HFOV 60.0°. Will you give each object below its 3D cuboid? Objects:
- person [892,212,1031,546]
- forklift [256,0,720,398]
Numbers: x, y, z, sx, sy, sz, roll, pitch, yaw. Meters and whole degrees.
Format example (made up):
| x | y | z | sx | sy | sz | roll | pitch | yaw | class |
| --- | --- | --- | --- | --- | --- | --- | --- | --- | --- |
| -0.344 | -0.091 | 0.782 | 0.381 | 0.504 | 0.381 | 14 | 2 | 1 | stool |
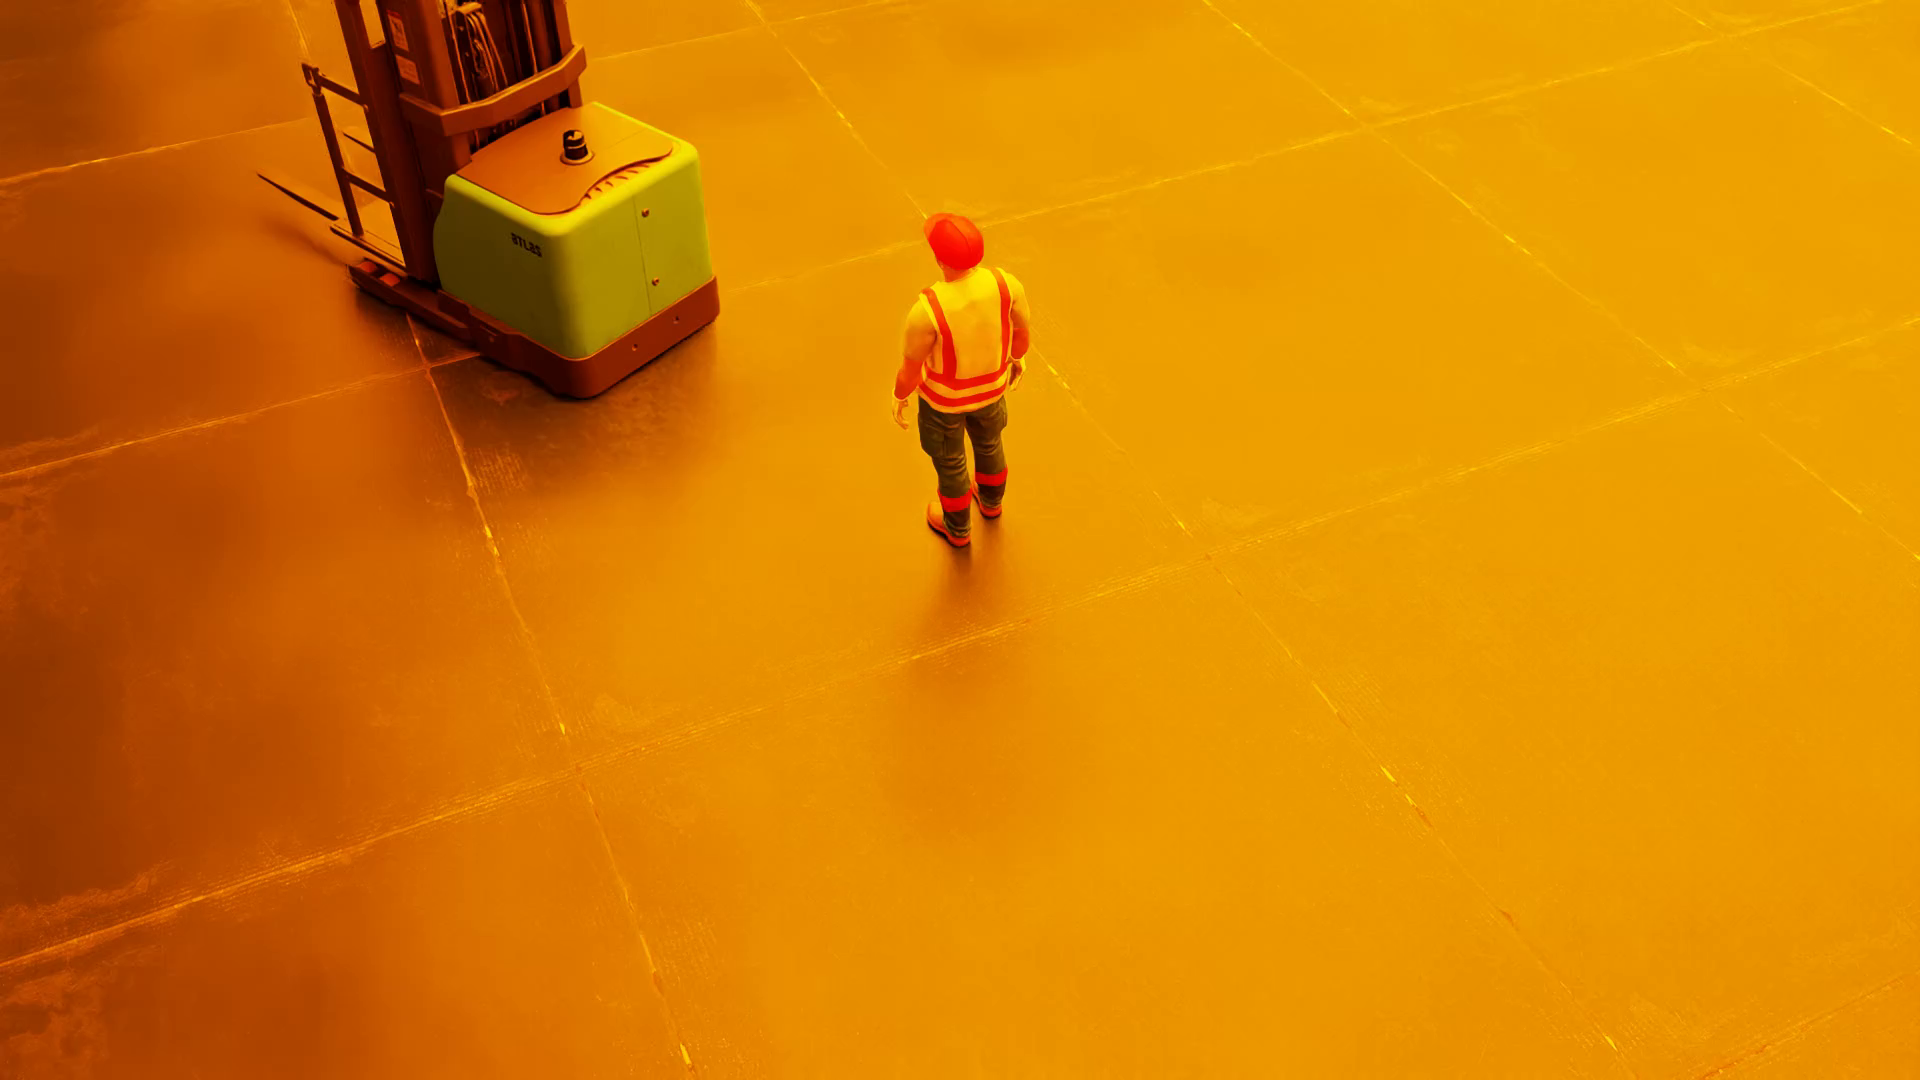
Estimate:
| x | y | z | sx | sy | sz | roll | pitch | yaw | class |
| --- | --- | --- | --- | --- | --- | --- | --- | --- | --- |
| -0.023 | -0.712 | 7.270 | 0.638 | 1.787 | 0.564 | -18 | 46 | -18 | person |
| -2.777 | -2.636 | 8.505 | 3.031 | 2.935 | 1.130 | 28 | 50 | 27 | forklift |
